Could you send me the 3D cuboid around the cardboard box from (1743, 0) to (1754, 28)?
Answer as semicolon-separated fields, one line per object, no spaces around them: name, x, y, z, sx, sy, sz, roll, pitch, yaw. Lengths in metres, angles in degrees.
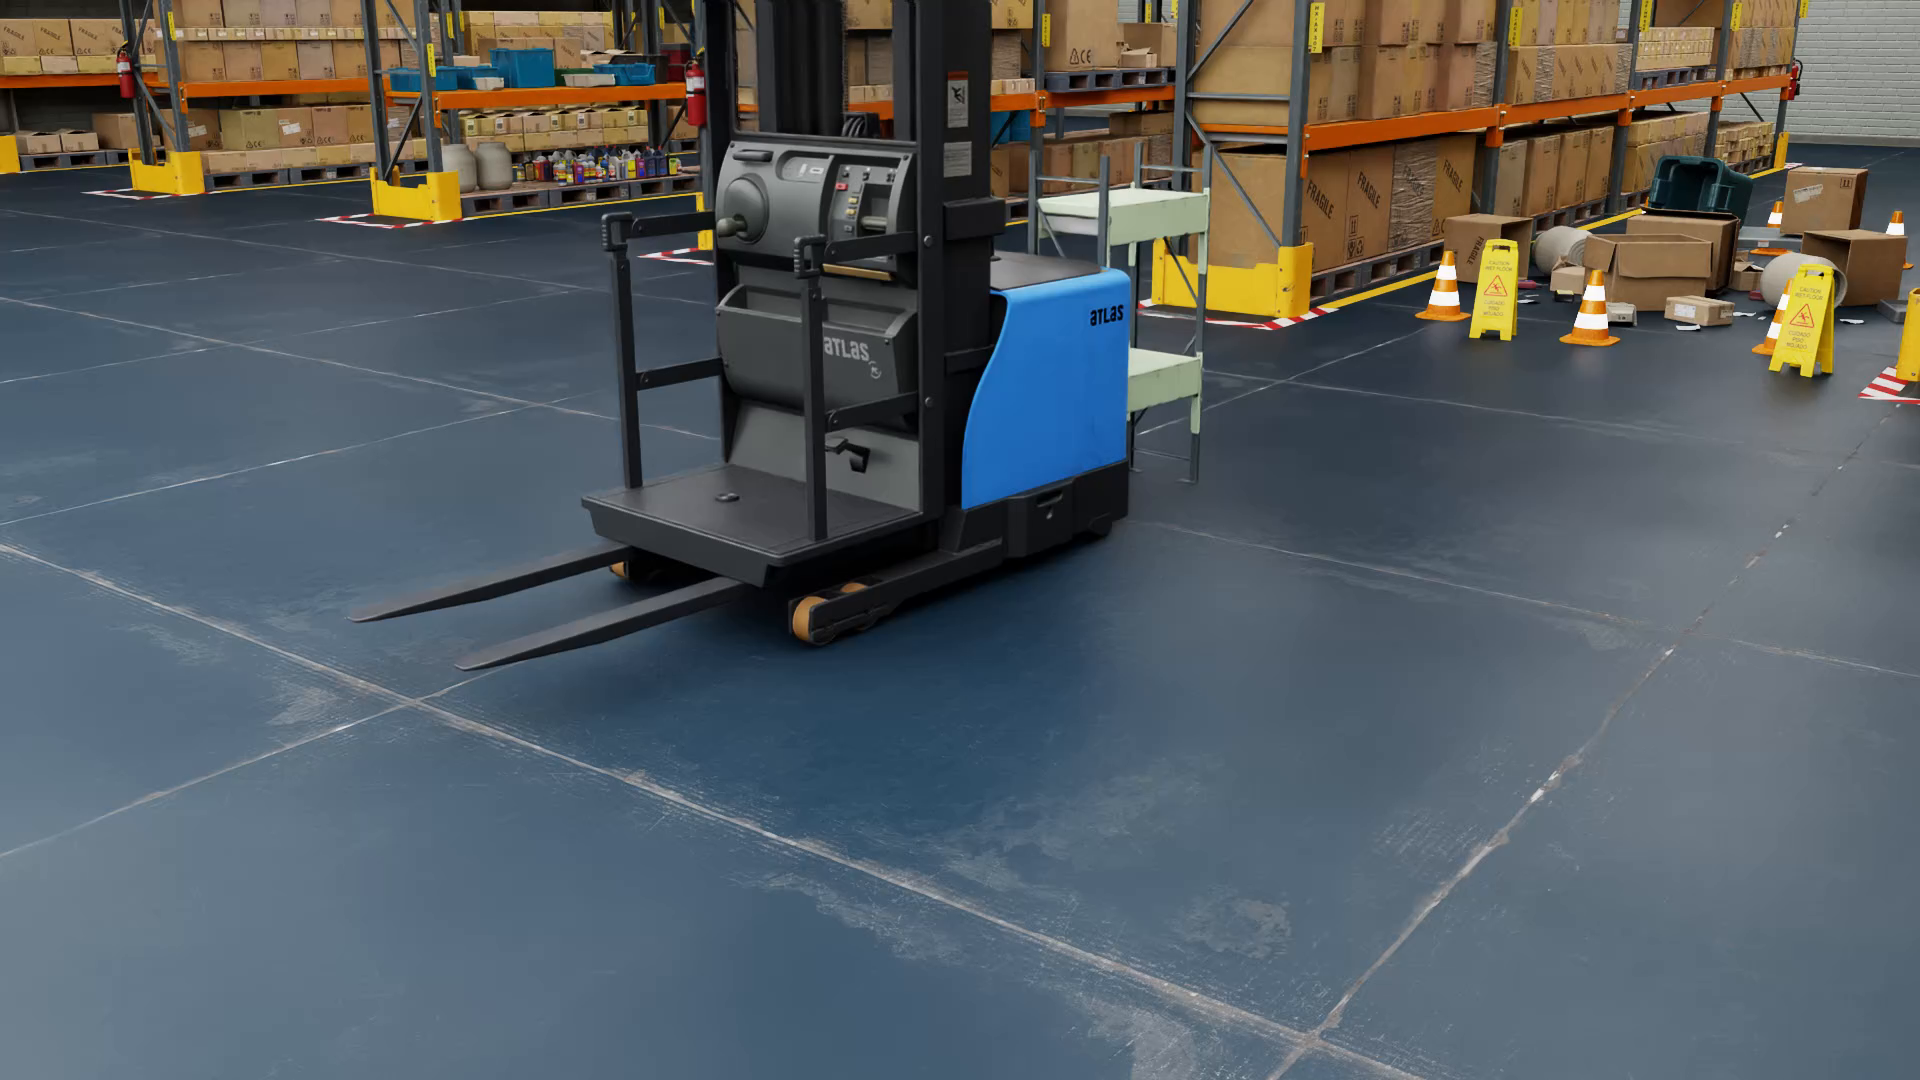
cardboard box;9.906;-6.868;21.447;0.500;0.500;0.500;12;21;33

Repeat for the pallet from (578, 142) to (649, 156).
pallet;-5.637;-6.189;26.316;1.003;0.211;1.213;12;21;35

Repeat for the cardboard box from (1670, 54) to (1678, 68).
cardboard box;8.135;-5.587;19.392;0.380;0.149;0.250;12;21;33

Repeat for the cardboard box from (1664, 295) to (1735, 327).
cardboard box;5.189;-1.609;11.674;0.250;0.149;0.380;-7;19;-22

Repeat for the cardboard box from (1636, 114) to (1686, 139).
cardboard box;8.284;-4.905;19.722;0.500;0.250;0.500;11;21;32

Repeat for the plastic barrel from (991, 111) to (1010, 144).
plastic barrel;0.485;-6.689;26.057;0.600;0.901;0.708;12;21;35

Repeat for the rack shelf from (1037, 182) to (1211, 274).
rack shelf;0.685;-1.301;7.089;0.431;0.370;0.720;15;23;40

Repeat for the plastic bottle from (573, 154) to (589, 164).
plastic bottle;-4.568;-4.505;20.042;0.152;0.276;0.135;12;21;35

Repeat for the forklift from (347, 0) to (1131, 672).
forklift;-0.666;-1.213;5.708;1.130;2.935;3.031;15;23;40

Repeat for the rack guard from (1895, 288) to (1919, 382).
rack guard;6.076;-1.126;9.526;1.175;0.500;0.348;12;21;35

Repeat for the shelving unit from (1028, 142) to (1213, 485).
shelving unit;0.685;-0.929;7.205;0.431;1.500;0.755;15;23;40

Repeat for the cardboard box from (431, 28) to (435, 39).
cardboard box;-7.488;-7.012;23.003;0.380;0.149;0.250;12;21;35

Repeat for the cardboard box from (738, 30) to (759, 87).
cardboard box;-1.578;-4.369;15.084;0.875;0.500;0.500;12;21;35

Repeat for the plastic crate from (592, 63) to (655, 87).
plastic crate;-3.964;-5.498;19.641;0.499;0.251;0.616;12;21;35

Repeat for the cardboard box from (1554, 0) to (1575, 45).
cardboard box;5.578;-5.113;16.295;0.700;0.500;0.500;12;21;34

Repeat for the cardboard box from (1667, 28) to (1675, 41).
cardboard box;7.975;-5.811;19.112;0.380;0.149;0.250;13;22;36

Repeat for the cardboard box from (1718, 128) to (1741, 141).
cardboard box;10.194;-5.415;22.220;0.380;0.149;0.250;13;21;36

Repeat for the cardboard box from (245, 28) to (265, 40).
cardboard box;-9.018;-6.399;21.030;0.380;0.149;0.250;12;21;34

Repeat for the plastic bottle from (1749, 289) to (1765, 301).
plastic bottle;6.139;-1.875;12.678;0.283;0.061;0.133;-16;23;-41

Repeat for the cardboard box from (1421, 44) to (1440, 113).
cardboard box;3.443;-3.844;13.810;0.875;0.550;0.550;12;21;35

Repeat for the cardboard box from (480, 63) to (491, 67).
cardboard box;-6.806;-6.812;24.045;0.380;0.149;0.250;12;21;35

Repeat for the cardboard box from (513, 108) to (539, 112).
cardboard box;-6.581;-6.422;25.348;0.500;0.311;0.500;12;21;34

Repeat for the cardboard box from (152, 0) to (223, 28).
cardboard box;-9.562;-6.593;20.560;0.700;0.500;0.500;13;21;35

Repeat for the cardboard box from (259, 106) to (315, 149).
cardboard box;-8.799;-5.379;21.671;0.500;0.500;0.500;12;21;35

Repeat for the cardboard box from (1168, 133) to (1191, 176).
cardboard box;2.456;-4.811;20.652;0.700;0.500;0.500;11;20;32

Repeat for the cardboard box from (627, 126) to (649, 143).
cardboard box;-5.232;-6.429;26.315;0.500;0.250;0.500;13;21;36

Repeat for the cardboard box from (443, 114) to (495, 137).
cardboard box;-7.052;-5.966;23.882;0.500;0.311;0.500;13;21;35

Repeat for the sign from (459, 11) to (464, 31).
sign;-8.654;-9.005;28.866;0.100;0.325;0.005;12;21;35

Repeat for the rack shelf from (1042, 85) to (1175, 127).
rack shelf;1.647;-5.138;19.445;1.077;0.370;4.000;12;21;35

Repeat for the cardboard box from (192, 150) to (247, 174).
cardboard box;-9.383;-4.780;21.006;0.500;0.250;0.500;12;21;35

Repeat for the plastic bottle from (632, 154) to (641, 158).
plastic bottle;-3.923;-4.560;20.221;0.152;0.276;0.135;12;21;35

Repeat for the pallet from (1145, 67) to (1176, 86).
pallet;2.500;-5.678;20.293;1.213;0.211;1.003;12;21;35

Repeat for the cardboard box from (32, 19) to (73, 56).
cardboard box;-13.034;-7.151;23.669;0.500;0.500;0.500;12;21;35

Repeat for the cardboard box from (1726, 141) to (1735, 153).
cardboard box;10.159;-5.287;22.308;0.380;0.149;0.250;14;22;37

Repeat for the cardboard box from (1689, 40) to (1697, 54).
cardboard box;8.601;-5.916;19.950;0.380;0.149;0.250;12;21;33

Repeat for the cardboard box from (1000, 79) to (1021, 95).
cardboard box;0.407;-4.724;17.323;0.380;0.149;0.250;12;21;35

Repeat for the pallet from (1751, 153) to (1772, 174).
pallet;10.971;-5.426;23.860;1.003;0.211;1.213;12;21;35

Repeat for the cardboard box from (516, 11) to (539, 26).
cardboard box;-8.003;-9.452;30.155;0.500;0.250;0.500;13;21;35

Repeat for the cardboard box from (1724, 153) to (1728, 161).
cardboard box;9.996;-5.080;22.144;0.380;0.149;0.250;12;21;34

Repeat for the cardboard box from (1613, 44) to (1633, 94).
cardboard box;6.709;-4.951;17.459;0.500;0.500;0.500;12;21;35

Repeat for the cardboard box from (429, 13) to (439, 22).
cardboard box;-9.277;-9.064;28.870;0.380;0.149;0.250;9;20;28

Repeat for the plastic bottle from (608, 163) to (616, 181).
plastic bottle;-4.130;-4.356;19.691;0.097;0.201;0.097;0;17;0

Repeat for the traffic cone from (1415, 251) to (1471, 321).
traffic cone;3.452;-1.816;11.812;0.336;0.463;0.334;12;21;35

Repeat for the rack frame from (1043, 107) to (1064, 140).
rack frame;1.244;-7.786;26.758;1.000;3.000;0.127;12;21;35

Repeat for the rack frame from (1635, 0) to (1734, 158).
rack frame;9.145;-6.010;21.040;1.000;3.000;0.127;12;21;35

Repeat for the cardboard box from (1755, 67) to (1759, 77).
cardboard box;10.723;-6.424;22.797;0.380;0.149;0.250;11;21;32

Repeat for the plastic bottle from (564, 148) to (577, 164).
plastic bottle;-4.702;-4.561;20.096;0.144;0.351;0.185;12;21;34

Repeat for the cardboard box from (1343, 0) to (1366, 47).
cardboard box;2.501;-3.968;12.391;0.875;0.550;0.550;12;21;35

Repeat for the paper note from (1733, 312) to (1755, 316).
paper note;5.622;-1.631;11.963;0.142;0.019;0.148;-11;20;-32

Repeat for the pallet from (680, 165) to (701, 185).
pallet;-3.086;-4.743;21.661;1.003;0.211;1.213;12;21;35

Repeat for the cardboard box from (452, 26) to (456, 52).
cardboard box;-9.026;-8.942;29.778;0.500;0.500;0.500;13;21;35

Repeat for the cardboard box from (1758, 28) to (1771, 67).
cardboard box;10.557;-6.639;22.395;0.500;0.500;0.500;14;22;37

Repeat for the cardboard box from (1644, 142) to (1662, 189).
cardboard box;7.685;-4.308;19.066;0.500;0.500;0.500;13;21;35
